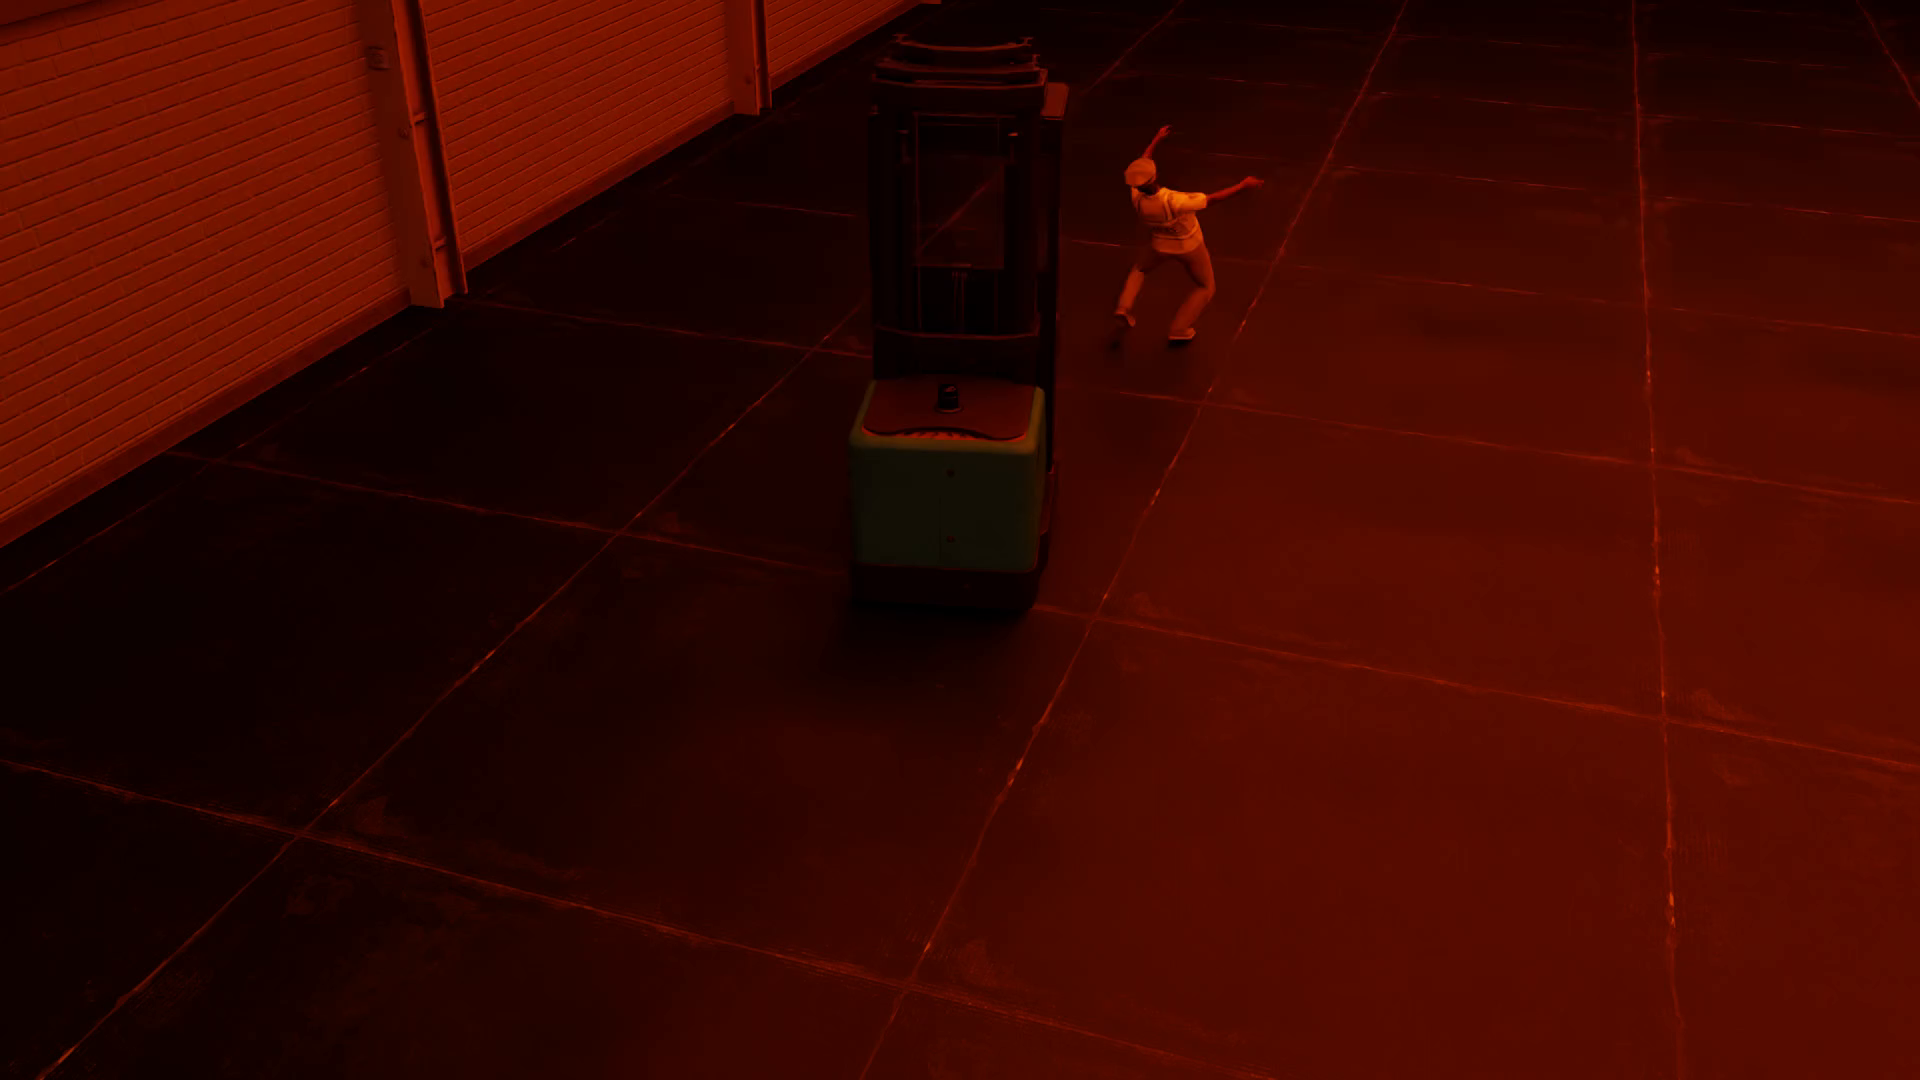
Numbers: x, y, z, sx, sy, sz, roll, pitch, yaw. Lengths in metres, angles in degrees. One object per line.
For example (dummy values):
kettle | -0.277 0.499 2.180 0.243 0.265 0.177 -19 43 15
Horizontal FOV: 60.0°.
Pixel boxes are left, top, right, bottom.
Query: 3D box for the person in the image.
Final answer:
person | 1.674 -2.212 12.396 0.993 1.553 0.701 13 32 22

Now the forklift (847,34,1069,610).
forklift | 0.052 -1.590 9.926 1.130 2.935 3.031 3 30 5
